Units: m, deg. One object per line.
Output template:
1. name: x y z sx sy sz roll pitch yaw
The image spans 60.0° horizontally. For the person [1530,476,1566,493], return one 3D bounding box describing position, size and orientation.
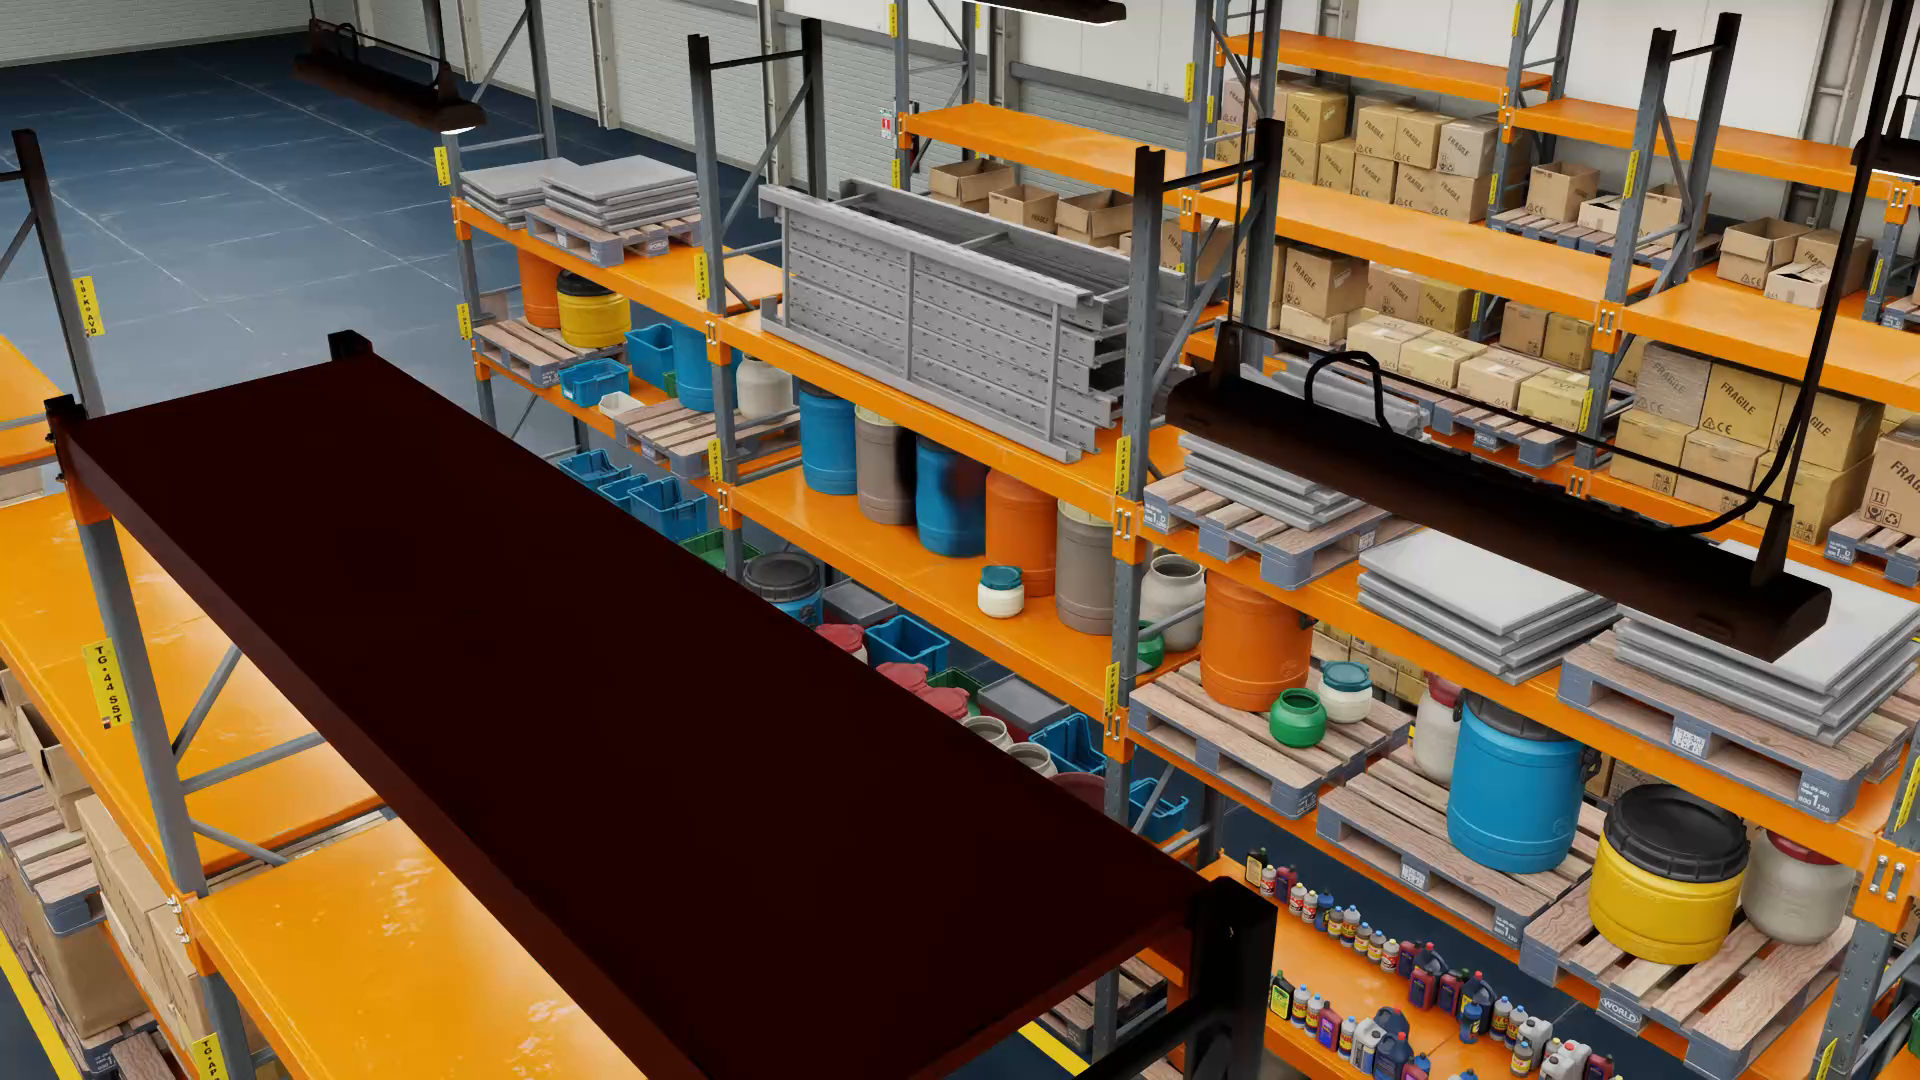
1. person: 5.987 -0.466 16.747 0.978 1.591 0.437 22 34 36
